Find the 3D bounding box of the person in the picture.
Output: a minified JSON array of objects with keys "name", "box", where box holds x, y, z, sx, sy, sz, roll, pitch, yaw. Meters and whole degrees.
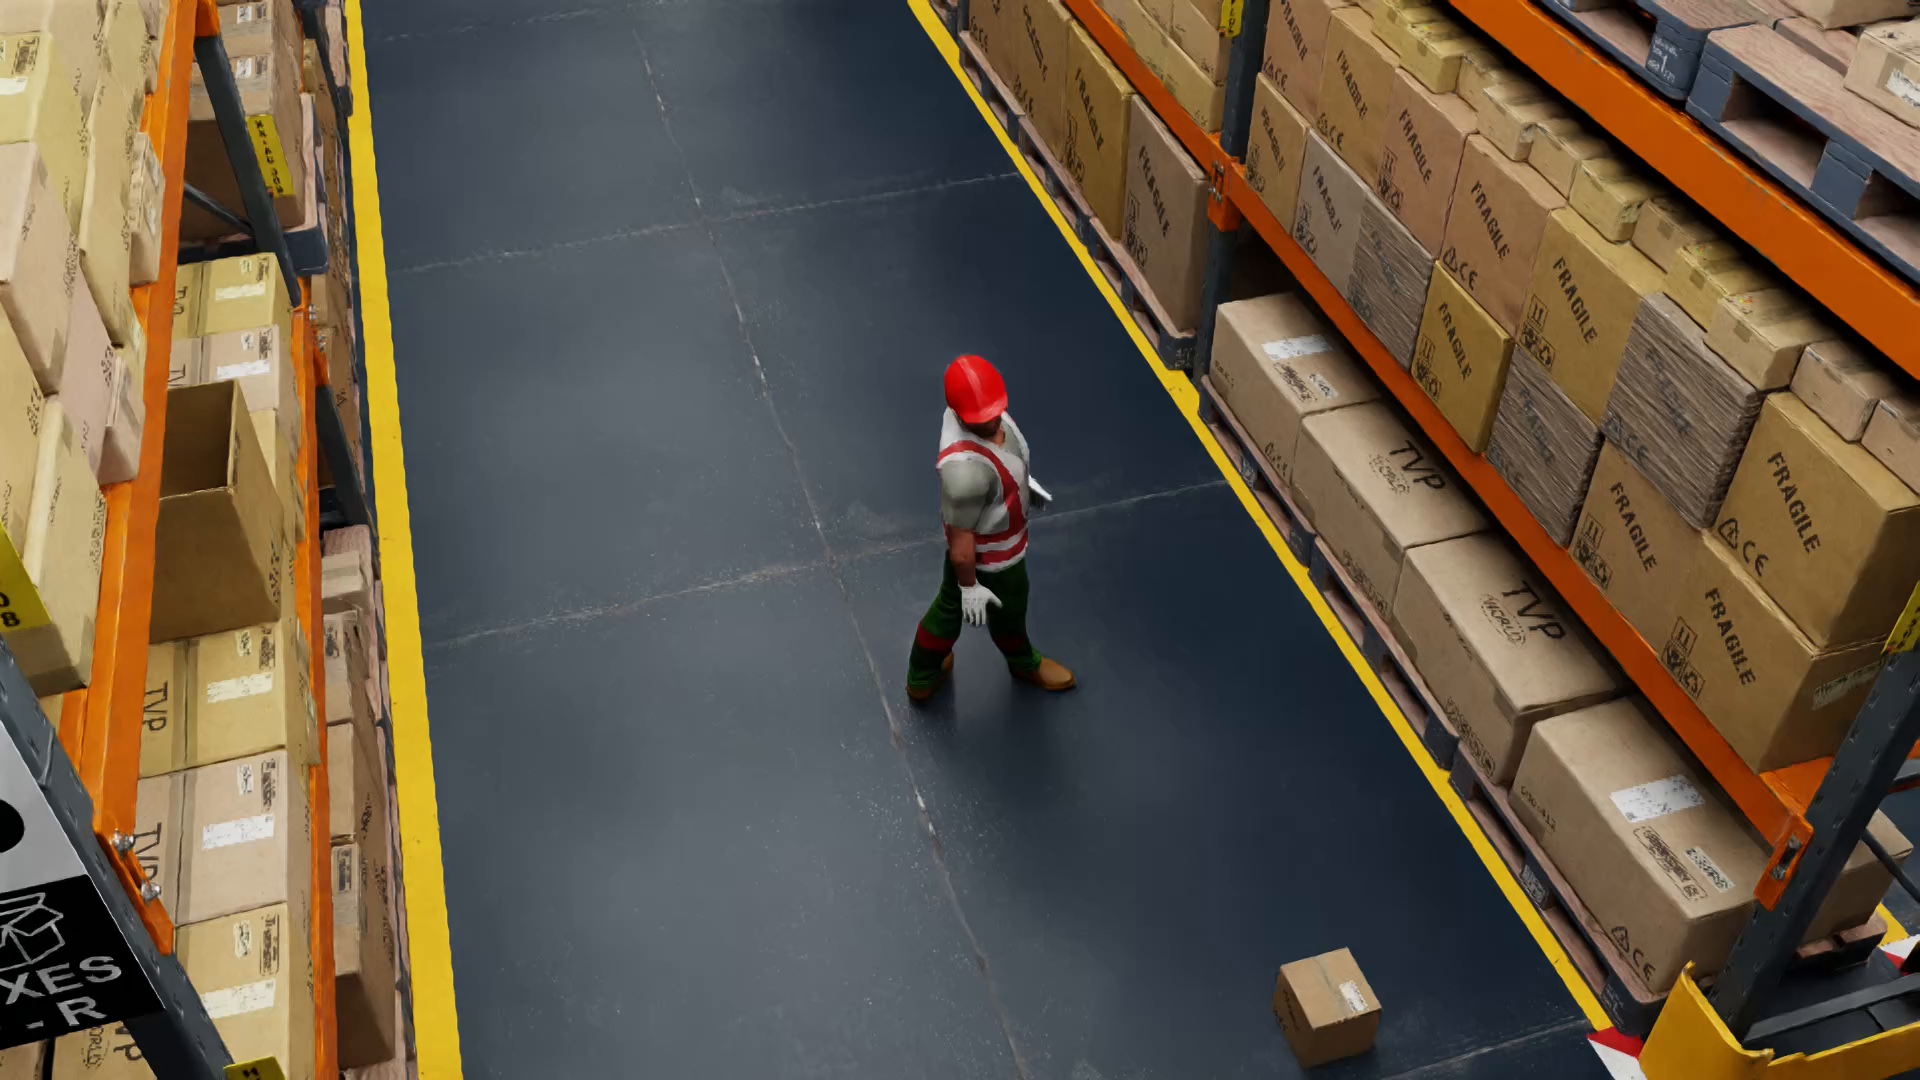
[{"name":"person","box":[0.130,-0.012,6.169,0.690,1.752,0.594,-5,42,-5]}]
